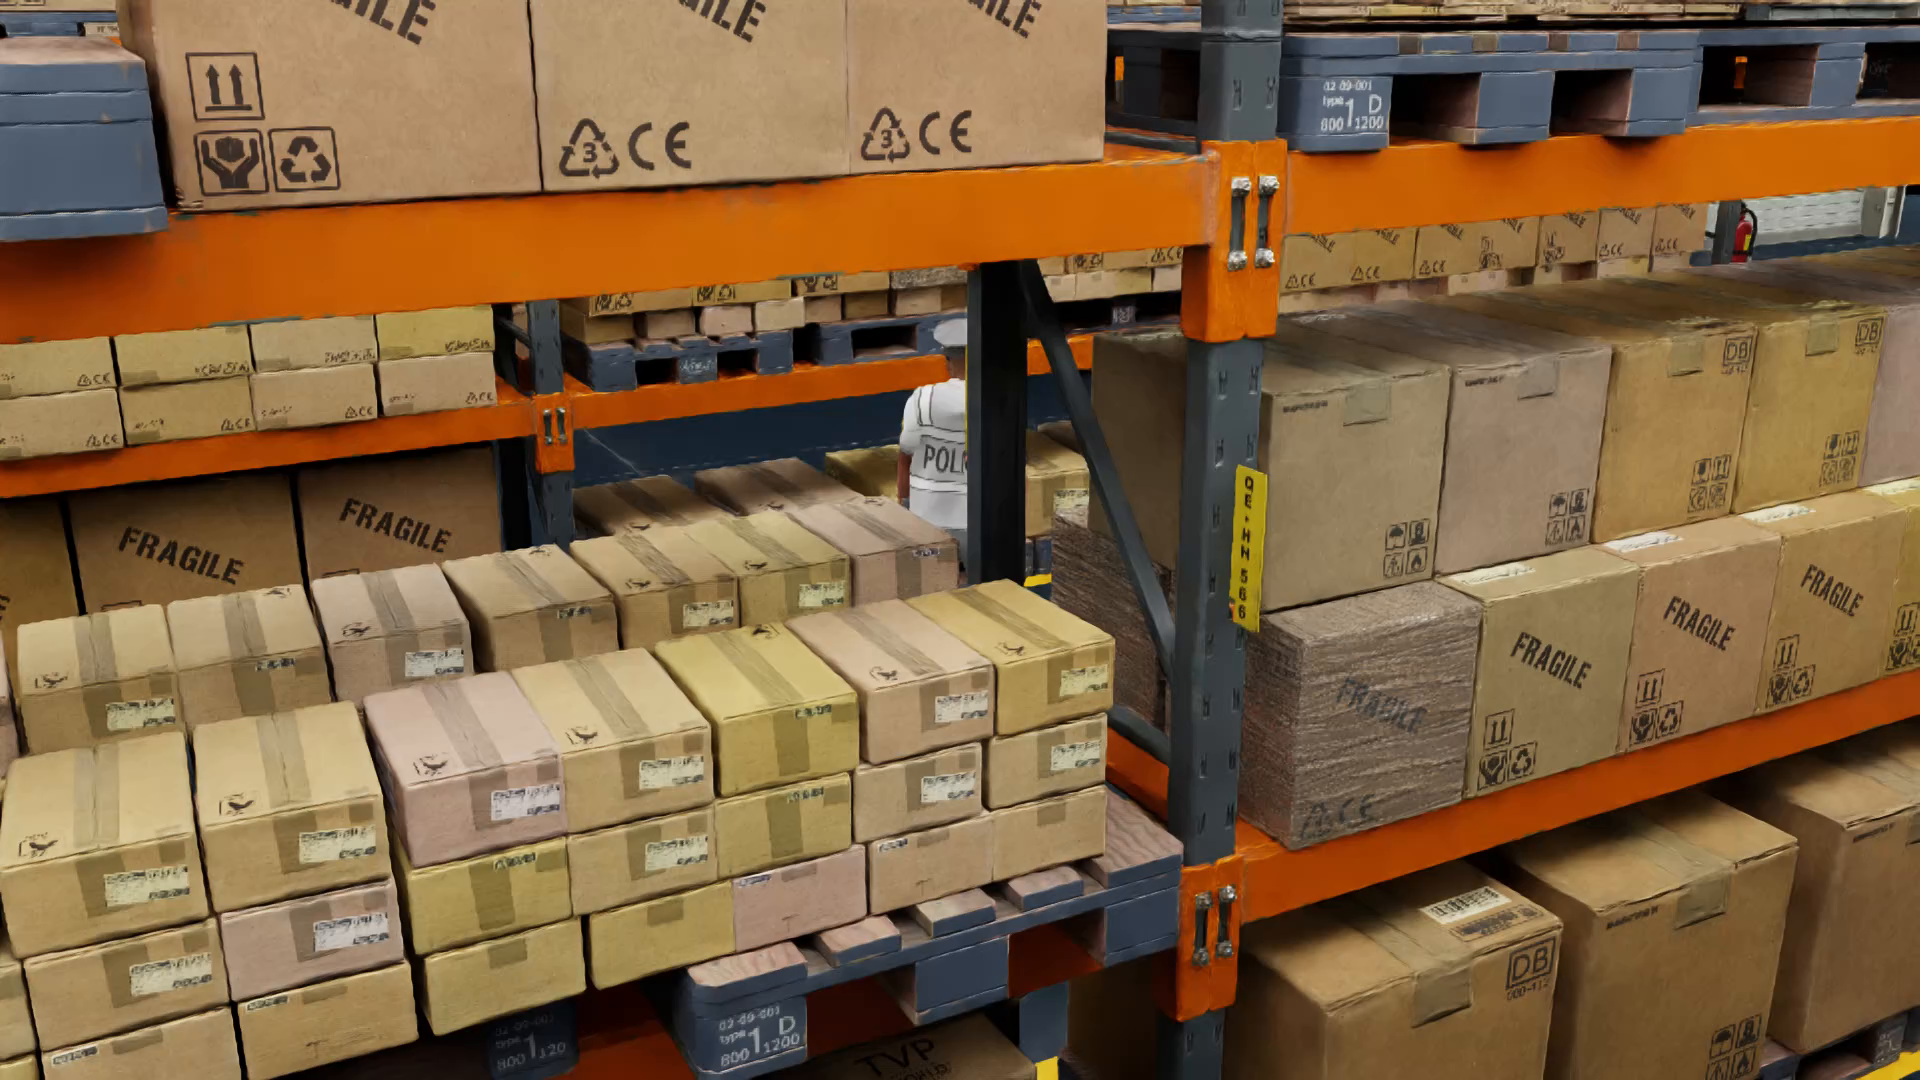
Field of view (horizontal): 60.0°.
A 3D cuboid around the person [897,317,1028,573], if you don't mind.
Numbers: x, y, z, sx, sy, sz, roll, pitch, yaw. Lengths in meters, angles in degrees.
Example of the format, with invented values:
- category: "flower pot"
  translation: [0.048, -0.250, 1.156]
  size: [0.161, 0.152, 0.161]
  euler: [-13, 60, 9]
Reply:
- category: "person"
  translation: [0.039, -0.072, 7.204]
  size: [0.668, 1.752, 0.599]
  euler: [0, 18, 0]
